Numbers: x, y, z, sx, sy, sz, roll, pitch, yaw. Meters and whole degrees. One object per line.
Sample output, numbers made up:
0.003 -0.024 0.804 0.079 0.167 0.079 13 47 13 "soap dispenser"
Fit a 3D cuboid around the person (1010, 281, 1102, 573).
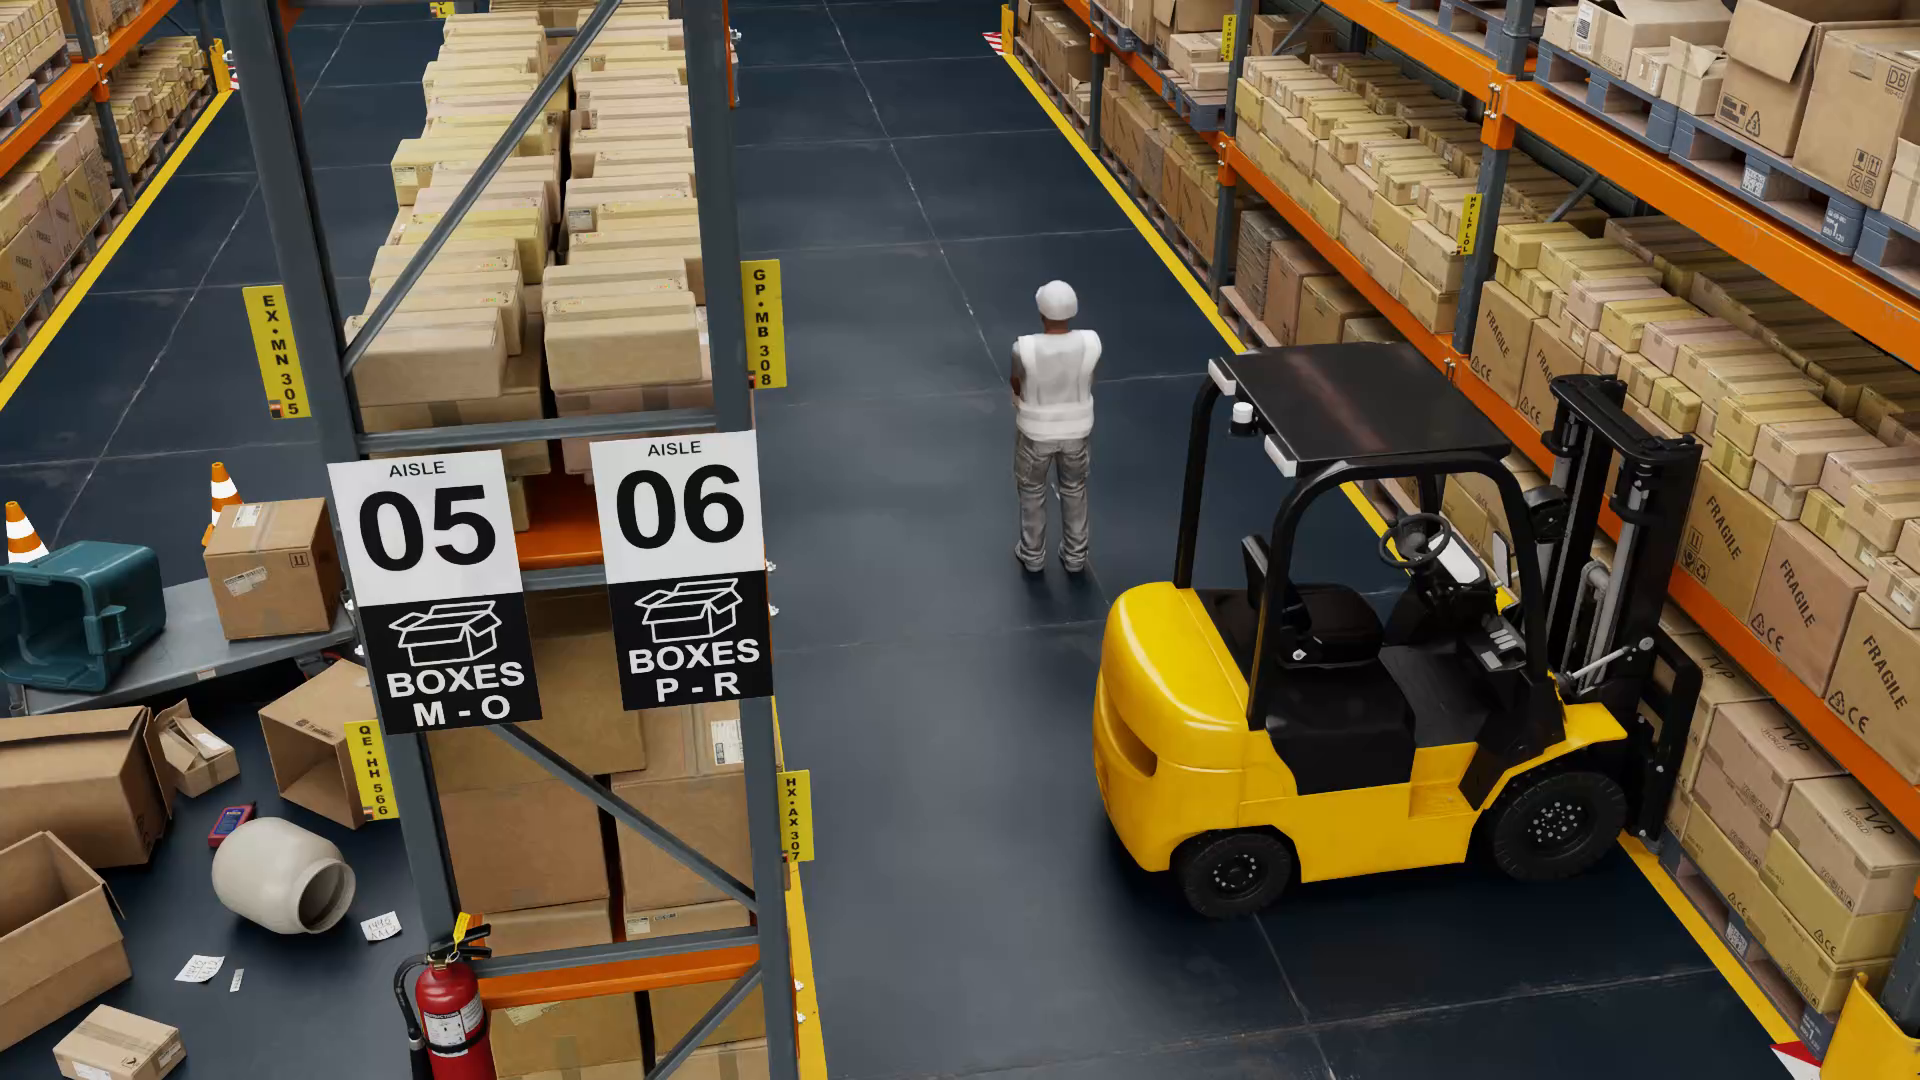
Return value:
0.491 -0.662 9.253 0.487 1.778 0.584 -5 31 -9 "person"
